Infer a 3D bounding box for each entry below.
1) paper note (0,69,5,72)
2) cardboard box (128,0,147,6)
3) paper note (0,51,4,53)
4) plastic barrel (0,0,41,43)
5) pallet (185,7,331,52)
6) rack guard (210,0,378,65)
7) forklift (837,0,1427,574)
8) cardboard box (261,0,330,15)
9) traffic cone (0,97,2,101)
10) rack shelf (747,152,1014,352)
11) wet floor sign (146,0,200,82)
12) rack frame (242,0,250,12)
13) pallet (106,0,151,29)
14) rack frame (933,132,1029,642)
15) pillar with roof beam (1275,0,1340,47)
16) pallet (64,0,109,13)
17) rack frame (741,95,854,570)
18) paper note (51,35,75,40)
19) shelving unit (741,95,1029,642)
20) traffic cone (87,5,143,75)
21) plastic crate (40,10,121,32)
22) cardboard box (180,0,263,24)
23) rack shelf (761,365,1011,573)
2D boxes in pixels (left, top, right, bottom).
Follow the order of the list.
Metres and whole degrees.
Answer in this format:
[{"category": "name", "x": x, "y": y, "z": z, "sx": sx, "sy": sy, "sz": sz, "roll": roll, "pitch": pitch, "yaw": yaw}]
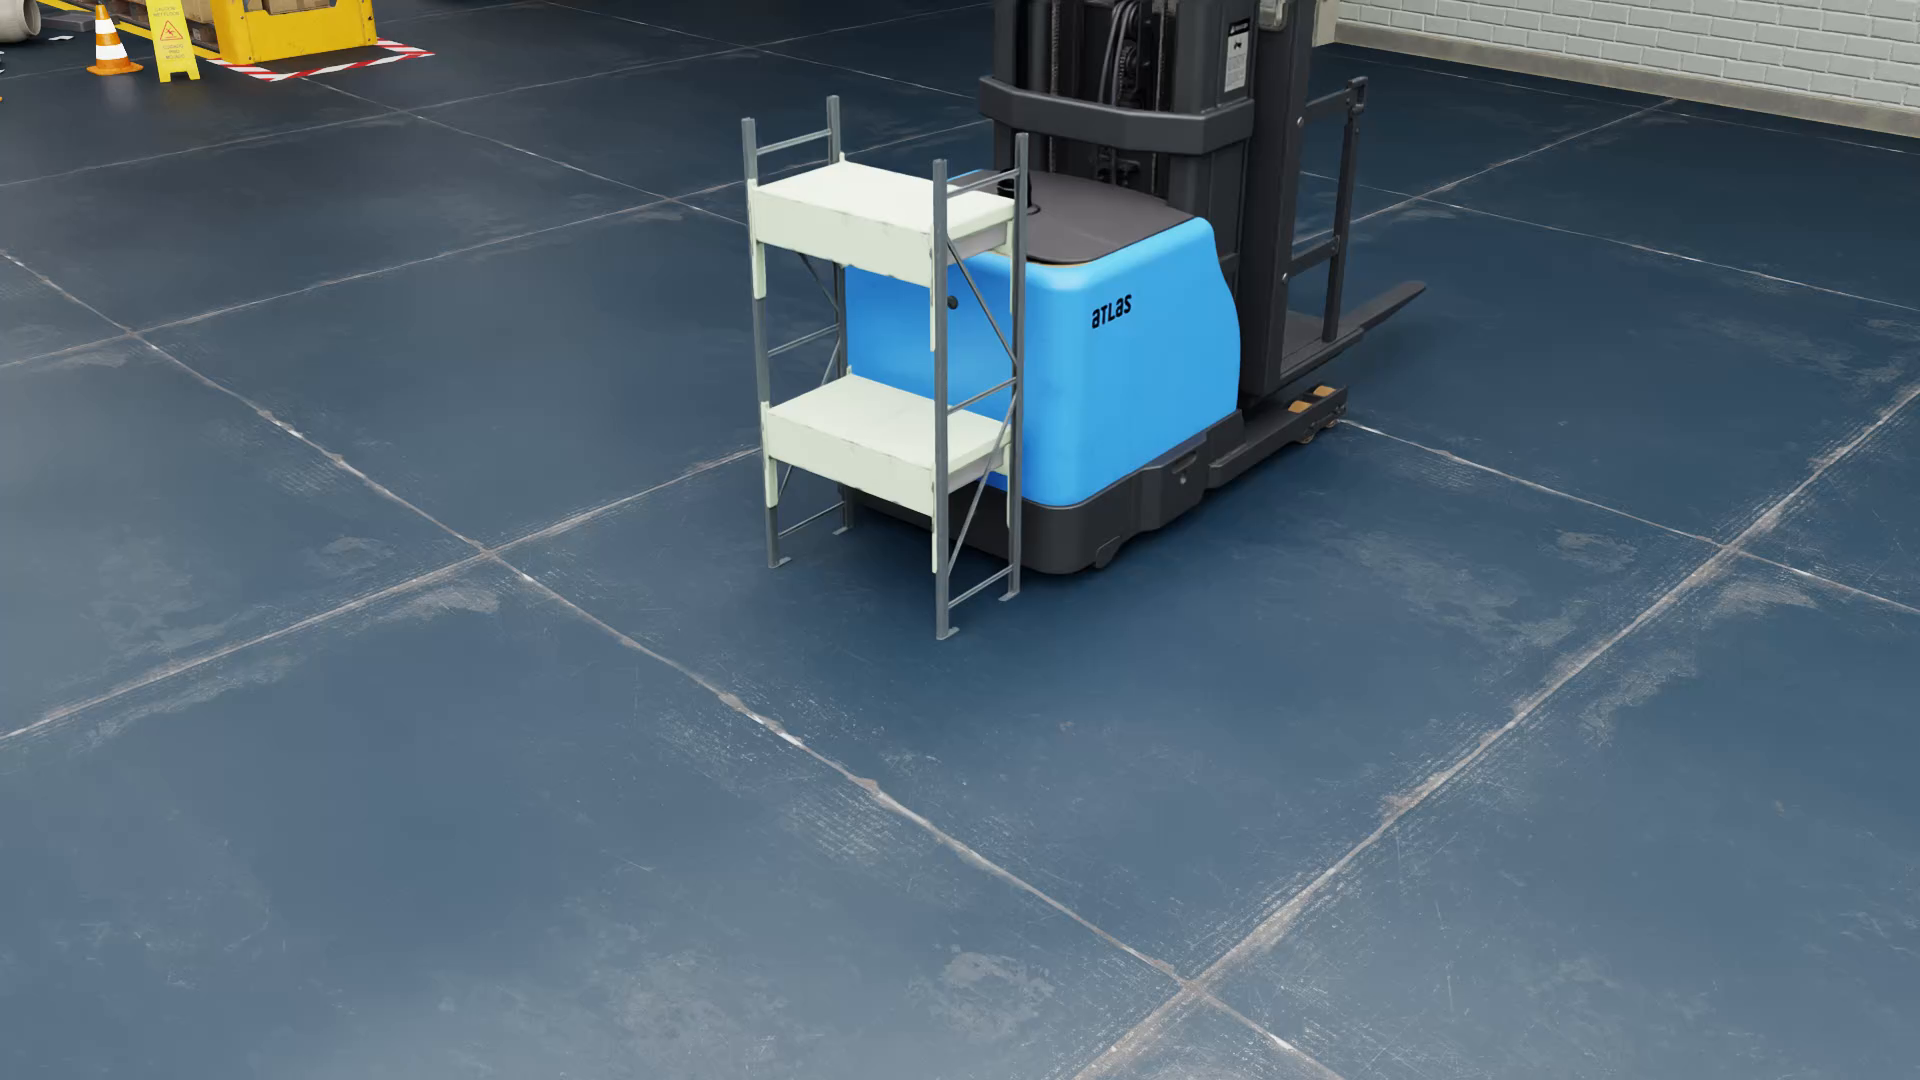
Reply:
[{"category": "paper note", "x": -7.182, "y": -3.472, "z": 12.319, "sx": 0.142, "sy": 0.019, "sz": 0.148, "roll": 12, "pitch": 30, "yaw": 22}, {"category": "cardboard box", "x": -6.618, "y": -4.622, "z": 13.820, "sx": 0.500, "sy": 0.250, "sz": 0.500, "roll": 23, "pitch": 35, "yaw": 37}, {"category": "paper note", "x": -7.502, "y": -3.812, "z": 12.989, "sx": 0.123, "sy": 0.001, "sz": 0.032, "roll": 25, "pitch": 36, "yaw": 38}, {"category": "plastic barrel", "x": -7.647, "y": -4.169, "z": 13.224, "sx": 0.512, "sy": 0.421, "sz": 0.421, "roll": -3, "pitch": 28, "yaw": -5}, {"category": "pallet", "x": -5.721, "y": -4.205, "z": 13.521, "sx": 1.213, "sy": 0.211, "sz": 1.003, "roll": 25, "pitch": 36, "yaw": 38}, {"category": "rack guard", "x": -5.167, "y": -4.056, "z": 12.927, "sx": 0.348, "sy": 0.500, "sz": 1.175, "roll": 25, "pitch": 36, "yaw": 38}, {"category": "forklift", "x": 0.881, "y": -1.802, "z": 6.027, "sx": 1.130, "sy": 2.935, "sz": 3.031, "roll": 21, "pitch": 34, "yaw": 34}, {"category": "cardboard box", "x": -5.494, "y": -4.462, "z": 13.516, "sx": 0.500, "sy": 0.250, "sz": 0.500, "roll": 24, "pitch": 36, "yaw": 38}, {"category": "traffic cone", "x": -6.859, "y": -3.248, "z": 11.430, "sx": 0.334, "sy": 0.463, "sz": 0.336, "roll": 25, "pitch": 36, "yaw": 38}, {"category": "rack shelf", "x": -0.223, "y": -0.876, "z": 4.965, "sx": 0.720, "sy": 0.370, "sz": 0.431, "roll": 21, "pitch": 34, "yaw": 34}, {"category": "wet floor sign", "x": -5.727, "y": -3.679, "z": 12.053, "sx": 0.267, "sy": 0.644, "sz": 0.232, "roll": -13, "pitch": 30, "yaw": -22}, {"category": "rack frame", "x": -5.112, "y": -5.138, "z": 12.298, "sx": 0.127, "sy": 3.000, "sz": 1.000, "roll": 25, "pitch": 36, "yaw": 38}, {"category": "pallet", "x": -6.587, "y": -4.603, "z": 14.278, "sx": 1.213, "sy": 0.211, "sz": 1.003, "roll": 25, "pitch": 36, "yaw": 38}, {"category": "rack frame", "x": 0.061, "y": -0.423, "z": 4.942, "sx": 0.023, "sy": 1.500, "sz": 0.400, "roll": 21, "pitch": 34, "yaw": 34}, {"category": "pillar with roof beam", "x": -0.239, "y": -6.582, "z": 8.598, "sx": 0.400, "sy": 9.000, "sz": 9.100, "roll": 25, "pitch": 36, "yaw": 38}, {"category": "pallet", "x": -7.461, "y": -5.001, "z": 15.035, "sx": 1.213, "sy": 0.211, "sz": 1.003, "roll": 25, "pitch": 36, "yaw": 38}, {"category": "rack frame", "x": -0.507, "y": -0.638, "z": 5.351, "sx": 0.023, "sy": 1.500, "sz": 0.400, "roll": 21, "pitch": 34, "yaw": 34}, {"category": "paper note", "x": -7.270, "y": -4.071, "z": 13.459, "sx": 0.148, "sy": 0.019, "sz": 0.142, "roll": 12, "pitch": 30, "yaw": 22}, {"category": "shelving unit", "x": -0.223, "y": -0.530, "z": 5.147, "sx": 0.755, "sy": 1.500, "sz": 0.431, "roll": 21, "pitch": 34, "yaw": 34}, {"category": "traffic cone", "x": -6.323, "y": -3.727, "z": 12.341, "sx": 0.334, "sy": 0.463, "sz": 0.336, "roll": 25, "pitch": 36, "yaw": 38}, {"category": "plastic crate", "x": -7.420, "y": -4.366, "z": 13.968, "sx": 0.583, "sy": 0.080, "sz": 0.402, "roll": 12, "pitch": 30, "yaw": 22}, {"category": "cardboard box", "x": -5.895, "y": -4.289, "z": 13.187, "sx": 0.500, "sy": 0.250, "sz": 0.500, "roll": 24, "pitch": 36, "yaw": 38}, {"category": "rack shelf", "x": -0.223, "y": -0.242, "z": 5.298, "sx": 0.720, "sy": 0.370, "sz": 0.431, "roll": 21, "pitch": 34, "yaw": 34}]
